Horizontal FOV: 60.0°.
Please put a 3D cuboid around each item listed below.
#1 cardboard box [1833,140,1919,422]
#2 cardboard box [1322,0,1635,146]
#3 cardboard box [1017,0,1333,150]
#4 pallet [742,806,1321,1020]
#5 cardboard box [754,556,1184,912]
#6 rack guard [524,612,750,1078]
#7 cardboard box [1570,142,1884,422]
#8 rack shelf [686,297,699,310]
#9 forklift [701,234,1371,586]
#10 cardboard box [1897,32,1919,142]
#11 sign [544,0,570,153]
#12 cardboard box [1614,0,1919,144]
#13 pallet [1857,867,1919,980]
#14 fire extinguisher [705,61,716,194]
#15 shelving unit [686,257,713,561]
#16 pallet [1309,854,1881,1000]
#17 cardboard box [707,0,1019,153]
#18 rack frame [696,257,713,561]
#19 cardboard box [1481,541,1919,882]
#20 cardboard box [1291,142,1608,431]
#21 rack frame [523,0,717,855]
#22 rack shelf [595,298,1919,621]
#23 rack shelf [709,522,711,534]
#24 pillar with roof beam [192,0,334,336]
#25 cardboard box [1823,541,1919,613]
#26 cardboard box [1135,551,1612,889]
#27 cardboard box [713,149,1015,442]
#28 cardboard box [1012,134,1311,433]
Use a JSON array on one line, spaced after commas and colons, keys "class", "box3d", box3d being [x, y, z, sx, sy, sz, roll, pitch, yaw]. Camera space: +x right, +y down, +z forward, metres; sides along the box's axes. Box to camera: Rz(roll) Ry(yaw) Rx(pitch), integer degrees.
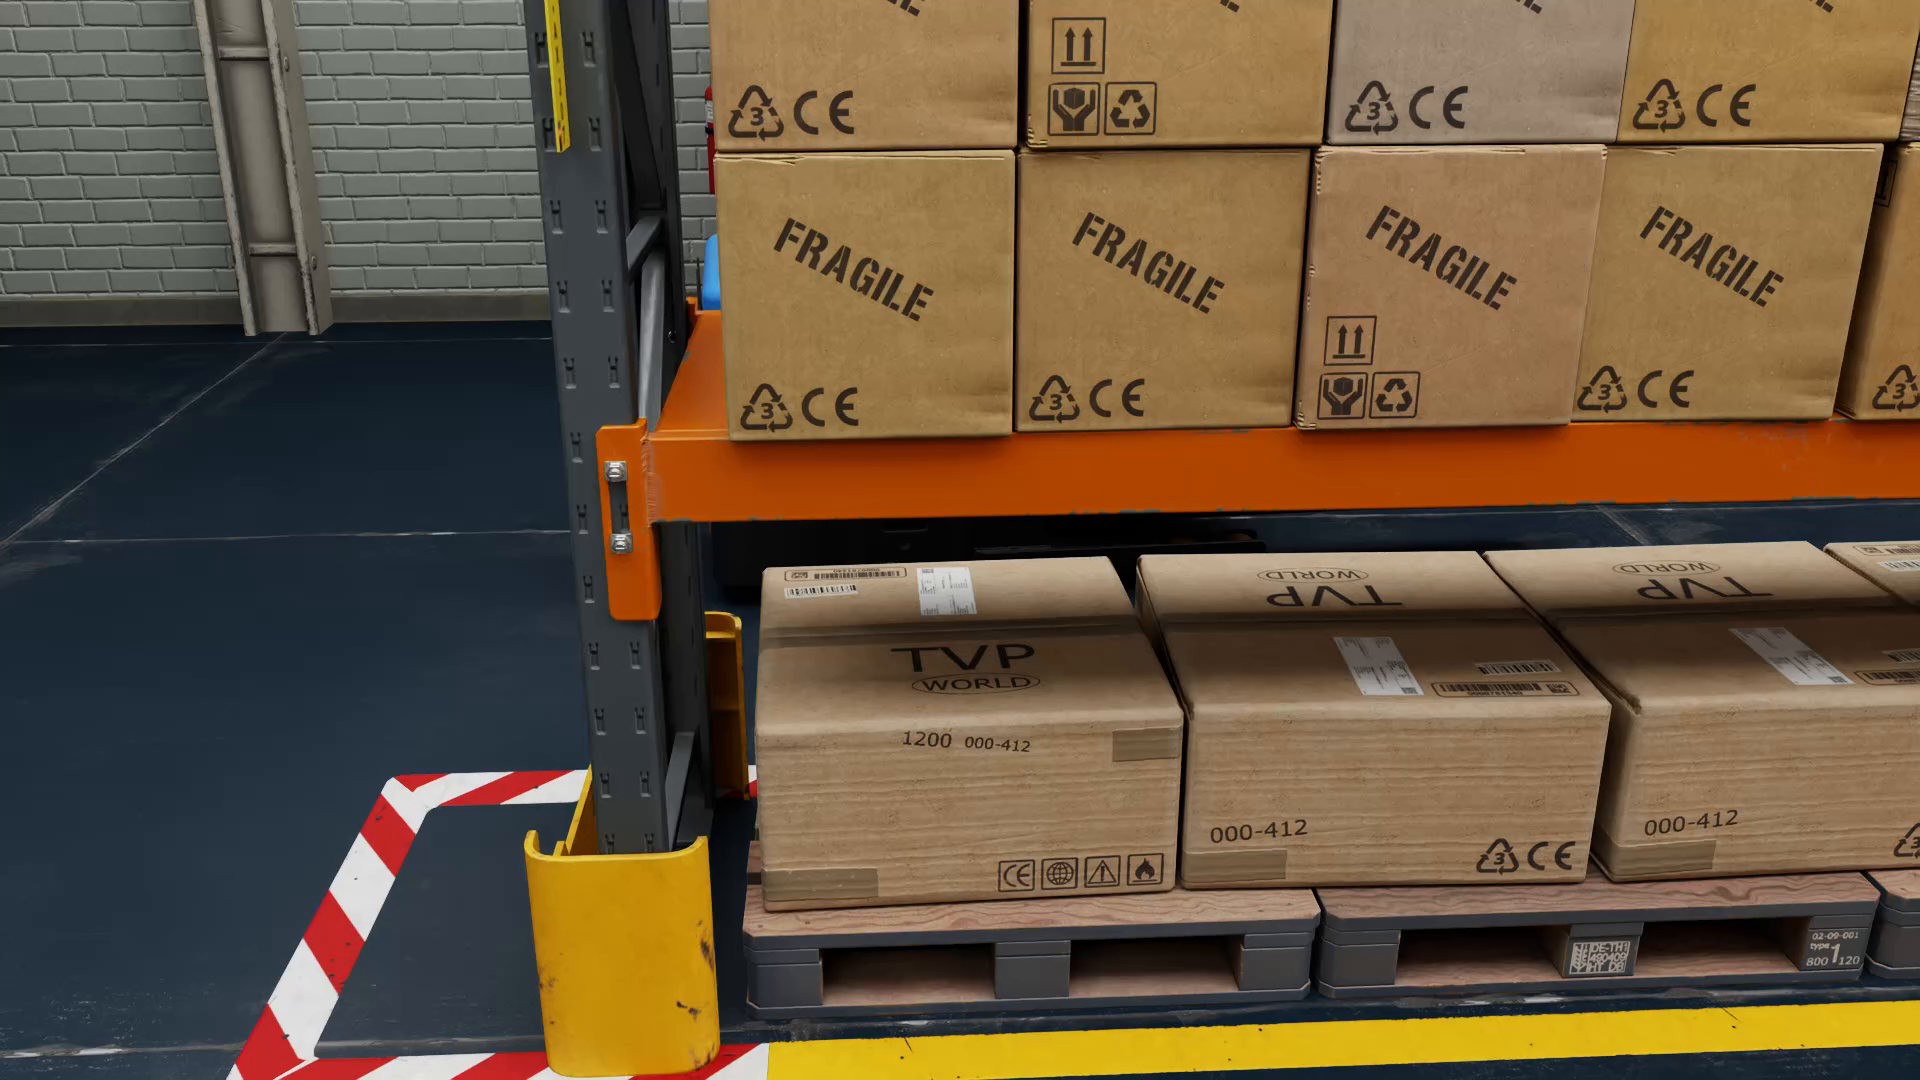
[{"class": "cardboard box", "box3d": [1.862, -0.542, 3.188, 0.500, 0.500, 0.500, -1, 21, -4]}, {"class": "cardboard box", "box3d": [0.855, -0.991, 2.962, 0.500, 0.500, 0.500, -1, 21, -3]}, {"class": "cardboard box", "box3d": [0.342, -0.978, 2.927, 0.500, 0.500, 0.500, -2, 21, -5]}, {"class": "pallet", "box3d": [0.125, 0.717, 3.941, 1.213, 0.211, 1.003, -1, 21, -3]}, {"class": "cardboard box", "box3d": [-0.016, 0.410, 3.839, 0.875, 0.438, 0.875, -2, 21, -5]}, {"class": "rack guard", "box3d": [-0.693, 0.627, 3.773, 0.348, 0.500, 1.175, -1, 21, -3]}, {"class": "cardboard box", "box3d": [1.338, -0.537, 3.175, 0.500, 0.500, 0.500, 0, 21, -1]}, {"class": "rack shelf", "box3d": [-1.012, -0.700, 5.715, 0.240, 0.259, 0.215, -3, 21, -7]}, {"class": "forklift", "box3d": [0.620, -1.398, 5.674, 3.031, 2.935, 1.130, -3, 21, -7]}, {"class": "cardboard box", "box3d": [1.854, -1.009, 3.009, 0.500, 0.500, 0.500, -1, 21, -2]}, {"class": "sign", "box3d": [-0.643, -0.786, 2.643, 0.005, 0.325, 0.100, -1, 21, -3]}, {"class": "cardboard box", "box3d": [1.353, -1.001, 2.989, 0.500, 0.500, 0.500, -1, 21, -3]}, {"class": "pallet", "box3d": [2.561, 0.668, 4.071, 1.213, 0.211, 1.003, -1, 21, -3]}, {"class": "fire extinguisher", "box3d": [-1.077, -1.928, 7.601, 0.183, 0.674, 0.296, -1, 21, -3]}, {"class": "shelving unit", "box3d": [-1.012, -0.444, 5.812, 0.252, 1.050, 0.215, -3, 21, -7]}, {"class": "pallet", "box3d": [1.340, 0.693, 4.003, 1.213, 0.211, 1.003, -1, 21, -3]}, {"class": "cardboard box", "box3d": [-0.174, -0.965, 2.893, 0.500, 0.500, 0.500, -2, 21, -4]}, {"class": "rack frame", "box3d": [-0.891, -0.450, 5.827, 0.008, 1.050, 0.200, -3, 21, -7]}, {"class": "cardboard box", "box3d": [1.798, 0.371, 3.942, 0.875, 0.438, 0.875, -2, 21, -5]}, {"class": "cardboard box", "box3d": [0.839, -0.521, 3.132, 0.500, 0.500, 0.500, -1, 21, -3]}, {"class": "rack frame", "box3d": [-0.669, -0.542, 3.329, 0.127, 3.000, 1.000, -1, 21, -3]}, {"class": "rack shelf", "box3d": [1.328, -0.247, 3.564, 4.000, 0.370, 1.077, -1, 21, -3]}, {"class": "rack shelf", "box3d": [-1.012, -0.175, 5.915, 0.240, 0.259, 0.215, -3, 21, -7]}, {"class": "pillar with roof beam", "box3d": [-3.454, -3.845, 3.573, 0.400, 9.000, 9.100, -1, 21, -3]}, {"class": "cardboard box", "box3d": [2.692, 0.352, 3.990, 0.875, 0.438, 0.875, -1, 21, -4]}, {"class": "cardboard box", "box3d": [0.897, 0.389, 3.895, 0.875, 0.438, 0.875, -1, 21, -2]}, {"class": "cardboard box", "box3d": [-0.173, -0.497, 3.069, 0.500, 0.500, 0.500, -1, 21, -3]}, {"class": "cardboard box", "box3d": [0.330, -0.517, 3.122, 0.500, 0.500, 0.500, -1, 21, -4]}]
